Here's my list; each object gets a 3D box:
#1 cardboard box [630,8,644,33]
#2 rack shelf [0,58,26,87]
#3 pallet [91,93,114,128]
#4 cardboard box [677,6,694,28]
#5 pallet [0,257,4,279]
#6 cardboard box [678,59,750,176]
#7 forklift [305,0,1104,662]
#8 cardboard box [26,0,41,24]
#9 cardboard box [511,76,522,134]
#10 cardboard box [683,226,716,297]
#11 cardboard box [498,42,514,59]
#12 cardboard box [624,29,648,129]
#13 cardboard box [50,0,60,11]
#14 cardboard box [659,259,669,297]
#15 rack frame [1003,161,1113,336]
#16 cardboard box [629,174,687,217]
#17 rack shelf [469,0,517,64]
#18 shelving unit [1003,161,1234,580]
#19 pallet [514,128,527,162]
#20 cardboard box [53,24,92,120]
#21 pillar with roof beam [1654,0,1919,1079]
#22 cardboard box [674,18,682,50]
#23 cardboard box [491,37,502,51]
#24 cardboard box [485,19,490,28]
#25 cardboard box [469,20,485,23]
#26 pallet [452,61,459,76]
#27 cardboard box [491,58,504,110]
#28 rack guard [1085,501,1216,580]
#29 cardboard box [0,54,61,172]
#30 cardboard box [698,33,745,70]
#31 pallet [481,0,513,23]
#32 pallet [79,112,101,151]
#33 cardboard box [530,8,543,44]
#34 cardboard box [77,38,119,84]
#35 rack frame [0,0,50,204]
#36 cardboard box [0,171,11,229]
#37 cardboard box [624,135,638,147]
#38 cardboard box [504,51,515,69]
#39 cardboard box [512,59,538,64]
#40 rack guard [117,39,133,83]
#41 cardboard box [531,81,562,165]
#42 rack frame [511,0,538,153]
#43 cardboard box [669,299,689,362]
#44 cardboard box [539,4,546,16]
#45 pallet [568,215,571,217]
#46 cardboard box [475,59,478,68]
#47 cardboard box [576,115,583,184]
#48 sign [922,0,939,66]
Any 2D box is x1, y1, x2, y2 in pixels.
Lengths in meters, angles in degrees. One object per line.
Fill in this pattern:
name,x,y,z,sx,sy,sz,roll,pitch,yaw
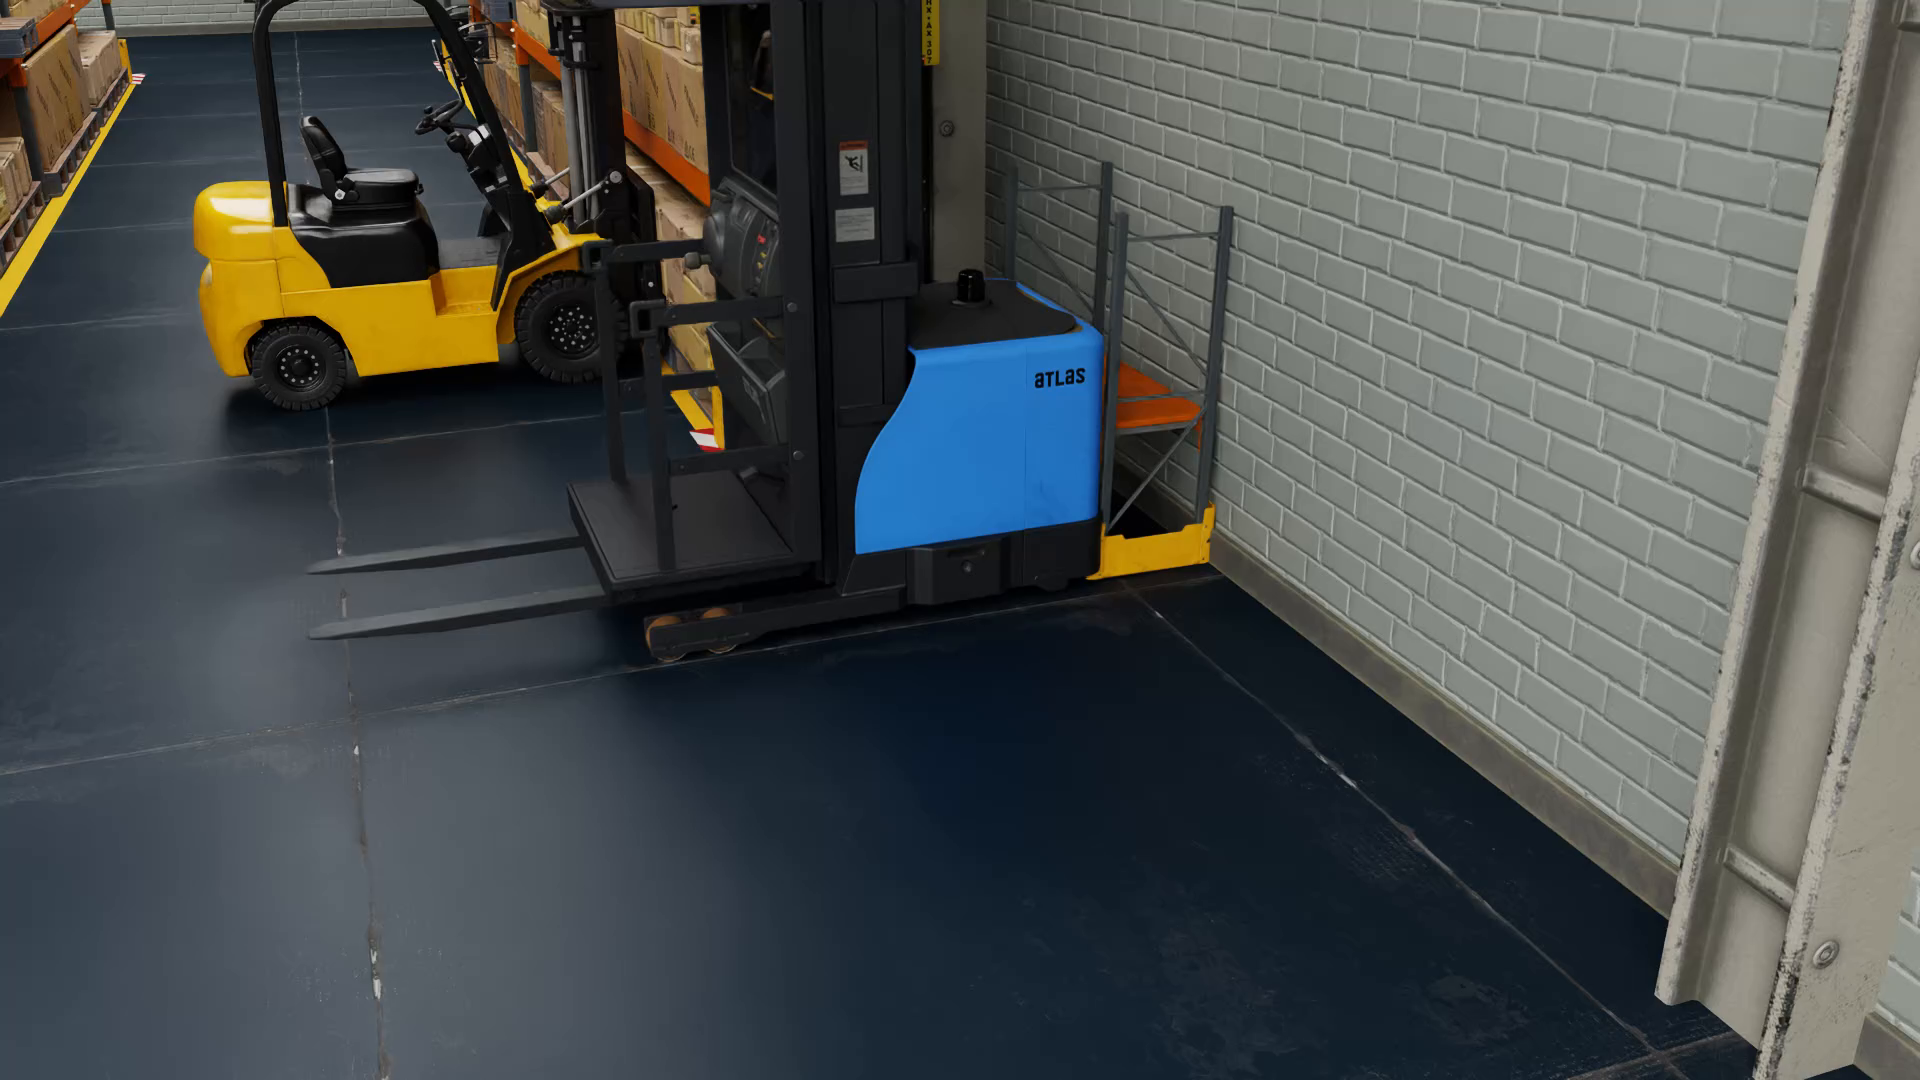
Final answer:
cardboard box,-1.687,-3.017,9.583,0.380,0.149,0.250,-9,24,-20
rack shelf,-7.430,-3.102,11.673,1.077,0.370,4.000,-8,24,-19
pallet,-9.745,-4.615,17.928,1.003,0.211,1.213,-8,24,-19
cardboard box,-1.226,-2.695,8.436,0.380,0.149,0.250,-8,24,-18
pallet,-7.000,-1.704,11.021,1.003,0.211,1.213,-8,24,-19
cardboard box,-1.088,-2.124,8.299,0.500,0.500,0.500,-9,24,-20
forklift,-0.999,-1.130,6.158,3.031,2.935,1.130,-8,24,-19
cardboard box,-8.452,-4.679,14.681,0.500,0.250,0.500,-8,24,-17
cardboard box,-4.012,-4.191,16.010,0.500,0.500,0.500,-9,24,-20
cardboard box,-1.123,-1.447,8.533,0.500,0.250,0.500,-8,24,-17
cardboard box,-4.595,-5.094,17.316,0.380,0.149,0.250,-8,24,-19
cardboard box,-1.632,-2.681,9.621,0.500,0.500,0.500,-8,24,-19
cardboard box,-8.977,-5.230,15.991,0.500,0.250,0.500,-9,24,-20
cardboard box,-1.502,-1.595,9.527,0.500,0.250,0.500,-9,24,-20
rack frame,0.418,-0.940,7.515,0.500,1.500,0.032,-8,24,-21
cardboard box,-1.668,-1.999,9.843,0.500,0.250,0.500,-9,24,-20
rack shelf,-4.201,-5.237,16.740,1.077,0.370,4.000,-8,24,-19
shelving unit,0.609,-0.759,7.090,0.587,1.500,1.083,-8,24,-21
pallet,-3.723,-3.834,16.074,1.003,0.211,1.213,-8,24,-19
cardboard box,-9.256,-4.613,16.528,0.875,0.875,0.875,-8,24,-17
pillar with roof beam,-1.979,-2.306,1.134,9.100,9.000,0.400,-8,24,-19
cardboard box,-1.282,-2.651,8.714,0.380,0.149,0.250,-9,24,-19
cardboard box,-4.860,-5.379,17.993,0.380,0.149,0.250,-9,24,-20
cardboard box,-4.973,-5.615,18.169,0.380,0.149,0.250,-9,24,-20
cardboard box,-5.928,-6.239,20.869,0.700,0.500,0.500,-7,24,-17
pallet,-6.011,-6.147,21.562,1.003,0.211,1.213,-8,24,-19
cardboard box,-4.578,-4.756,17.351,0.500,0.500,0.500,-9,25,-21
rack guard,0.784,-0.001,6.906,0.587,0.250,0.087,-8,24,-21
cardboard box,-8.303,-3.637,14.211,0.875,0.875,0.875,-9,24,-19
cardboard box,-1.053,-2.368,8.042,0.380,0.149,0.250,-8,24,-18
pallet,-3.800,-4.990,15.475,1.213,0.211,1.003,-8,24,-19
pallet,-9.207,-4.058,16.607,1.003,0.211,1.213,-8,24,-19
cardboard box,-3.205,-4.209,13.566,0.500,0.250,0.500,-9,25,-21
cardboard box,-10.305,-5.522,19.247,0.875,0.438,0.875,-8,24,-18
rack frame,-8.137,-4.160,13.257,1.000,3.000,0.127,-8,24,-19
cardboard box,-7.416,-2.392,11.907,0.950,0.372,0.625,-8,24,-17
cardboard box,-2.204,-2.557,11.167,0.500,0.250,0.500,-9,24,-20
cardboard box,-4.348,-4.813,16.650,0.380,0.149,0.250,-10,25,-22
cardboard box,-4.083,-4.524,15.964,0.380,0.149,0.250,-9,25,-21
rack guard,-10.972,-5.923,20.660,1.175,0.500,0.348,-8,24,-19
cardboard box,-3.287,-3.713,14.714,0.875,0.625,0.625,-8,24,-17
rack frame,-3.495,-4.842,14.876,1.000,3.000,0.127,-8,24,-19
cardboard box,-1.297,-1.171,9.166,0.500,0.250,0.500,-8,24,-19
cardboard box,-3.019,-4.252,13.025,0.500,0.250,0.500,-8,24,-18
pallet,-2.378,-2.366,12.592,1.003,0.211,1.213,-8,24,-19
cardboard box,-5.505,-5.521,19.467,0.396,0.266,0.258,-7,24,-17
cardboard box,-2.543,-2.959,12.925,0.875,0.625,0.625,-9,24,-20
sign,-0.147,-2.445,7.972,0.100,0.325,0.005,-8,24,-19
